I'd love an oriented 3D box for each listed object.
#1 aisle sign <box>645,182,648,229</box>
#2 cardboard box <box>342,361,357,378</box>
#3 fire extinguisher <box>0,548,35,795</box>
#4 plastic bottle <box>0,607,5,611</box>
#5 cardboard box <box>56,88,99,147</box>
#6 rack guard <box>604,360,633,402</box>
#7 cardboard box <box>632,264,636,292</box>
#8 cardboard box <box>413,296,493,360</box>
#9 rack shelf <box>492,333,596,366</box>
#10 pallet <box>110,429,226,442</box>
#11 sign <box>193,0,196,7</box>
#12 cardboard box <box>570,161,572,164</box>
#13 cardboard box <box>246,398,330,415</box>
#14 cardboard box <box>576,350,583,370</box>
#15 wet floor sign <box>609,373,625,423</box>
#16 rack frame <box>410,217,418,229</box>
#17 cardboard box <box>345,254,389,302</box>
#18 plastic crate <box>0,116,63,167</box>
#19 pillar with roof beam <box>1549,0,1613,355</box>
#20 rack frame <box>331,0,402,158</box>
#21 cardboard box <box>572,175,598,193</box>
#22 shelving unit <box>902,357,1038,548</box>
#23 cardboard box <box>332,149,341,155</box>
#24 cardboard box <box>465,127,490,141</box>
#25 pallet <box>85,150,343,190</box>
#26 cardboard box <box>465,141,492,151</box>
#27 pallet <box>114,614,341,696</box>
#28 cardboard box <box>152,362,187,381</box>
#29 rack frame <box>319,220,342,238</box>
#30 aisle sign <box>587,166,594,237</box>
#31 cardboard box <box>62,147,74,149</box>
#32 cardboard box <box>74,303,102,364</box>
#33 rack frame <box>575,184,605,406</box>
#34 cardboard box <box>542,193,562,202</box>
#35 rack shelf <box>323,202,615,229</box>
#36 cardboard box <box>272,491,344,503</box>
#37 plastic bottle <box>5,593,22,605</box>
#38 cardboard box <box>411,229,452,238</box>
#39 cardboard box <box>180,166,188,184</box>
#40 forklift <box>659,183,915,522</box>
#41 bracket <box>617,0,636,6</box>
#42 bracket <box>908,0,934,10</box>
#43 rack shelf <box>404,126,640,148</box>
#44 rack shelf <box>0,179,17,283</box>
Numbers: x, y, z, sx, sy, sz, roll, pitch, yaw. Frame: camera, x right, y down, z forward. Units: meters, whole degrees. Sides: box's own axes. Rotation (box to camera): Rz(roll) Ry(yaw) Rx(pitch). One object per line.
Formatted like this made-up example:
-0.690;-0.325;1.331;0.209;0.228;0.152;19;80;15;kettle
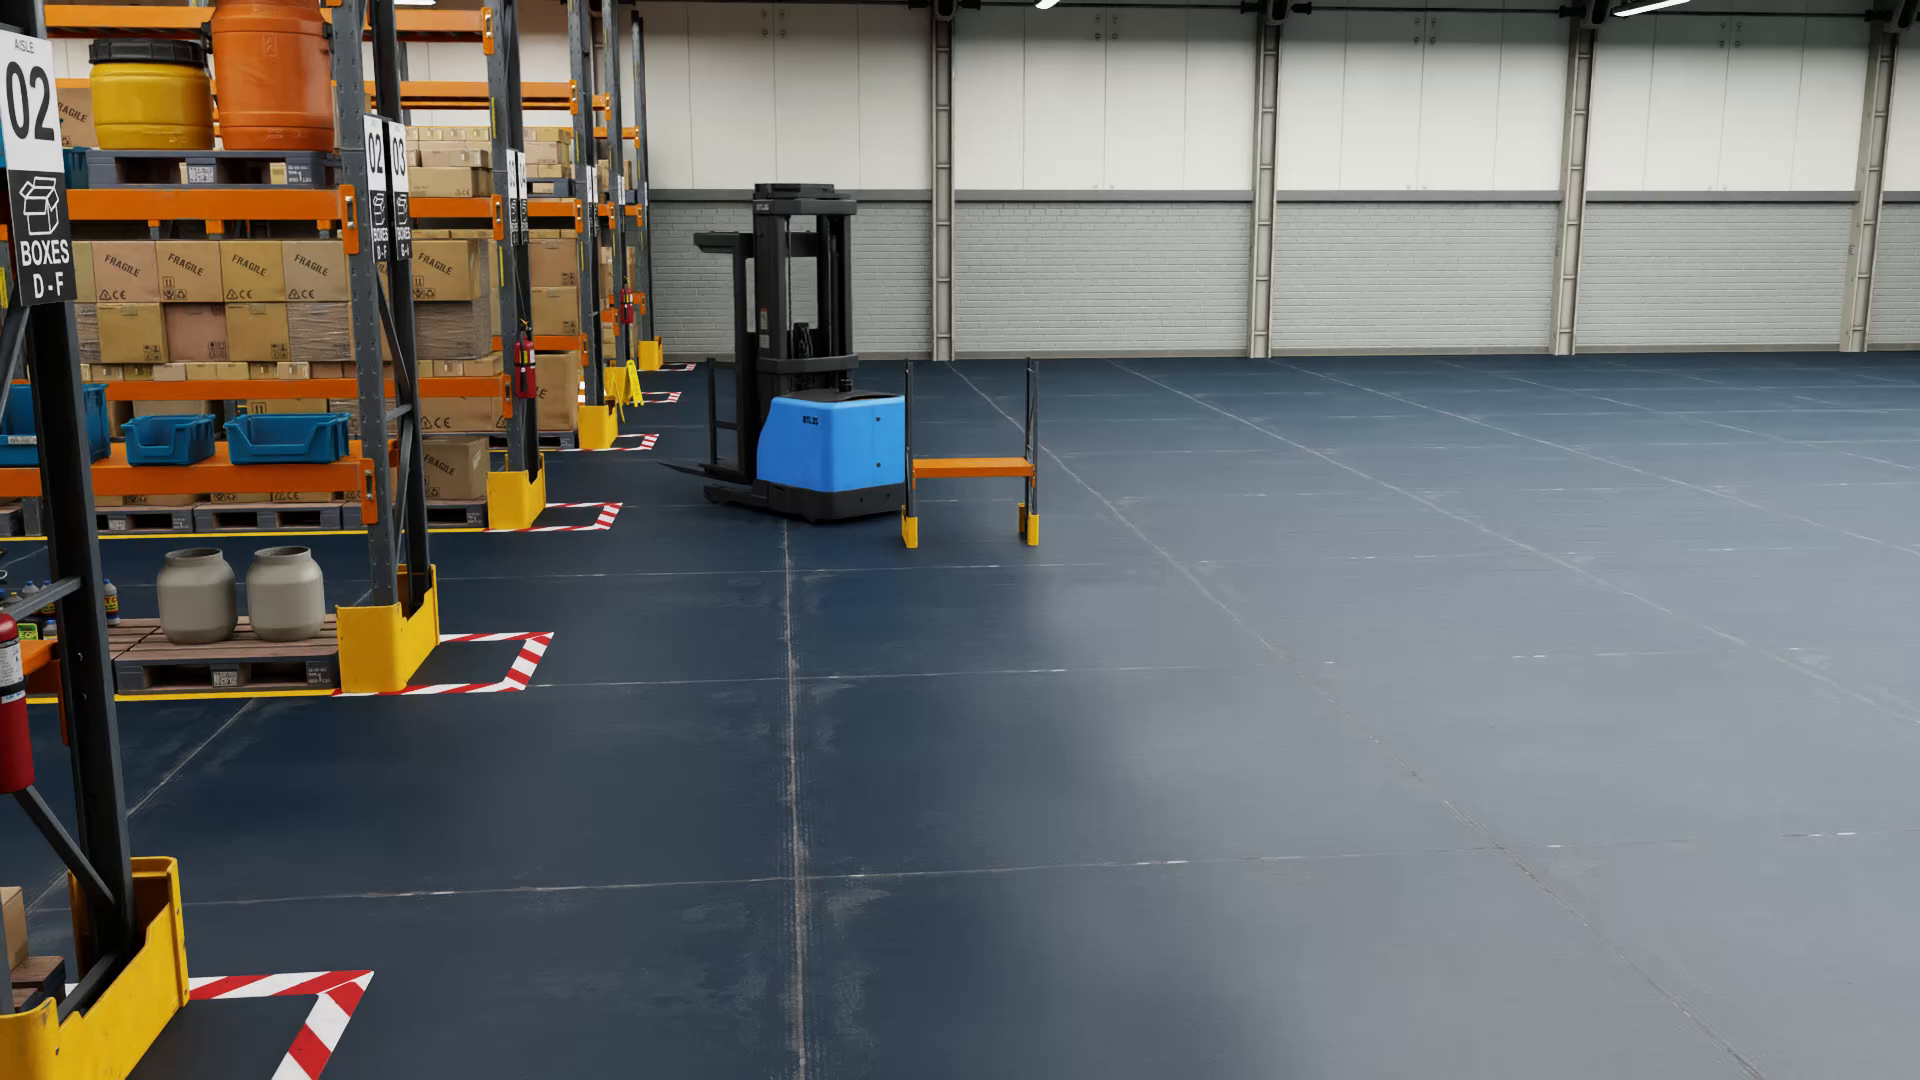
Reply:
-5.391;-5.748;28.593;0.004;0.787;0.394;-1;11;-6;aisle sign
-5.134;-1.487;14.307;0.250;0.149;0.380;-1;11;-6;cardboard box
-2.645;0.349;4.518;0.183;0.674;0.296;-1;11;-6;fire extinguisher
-5.376;0.517;9.381;0.135;0.276;0.152;-1;11;-6;plastic bottle
-7.435;-3.563;14.111;0.500;0.500;0.500;-2;11;-8;cardboard box
-5.024;-2.348;24.515;0.348;0.500;1.175;-1;11;-6;rack guard
-6.011;-4.620;29.332;0.500;0.500;0.500;-1;11;-4;cardboard box
-4.428;-1.864;14.545;0.500;0.500;0.875;-1;11;-6;cardboard box
-6.302;-2.234;19.321;4.000;0.370;1.077;-1;11;-6;rack shelf
-9.049;-1.147;19.153;1.213;0.211;1.003;-1;11;-6;pallet
-8.220;-5.882;17.835;0.005;0.325;0.100;-1;11;-6;sign
-6.931;-6.246;28.478;0.500;0.500;0.700;-1;11;-6;cardboard box
-7.657;-1.709;19.203;0.875;0.875;0.875;-1;11;-5;cardboard box
-5.717;-2.734;24.095;0.500;0.500;0.500;-1;11;-6;cardboard box
-4.499;-1.854;21.625;0.232;0.644;0.267;-3;12;-16;wet floor sign
-9.465;-4.444;28.699;0.127;3.000;1.000;-1;11;-6;rack frame
-4.895;-2.291;14.122;0.500;0.500;0.500;-1;11;-6;cardboard box
-5.207;-2.092;8.999;0.575;0.384;0.392;-1;11;-6;plastic crate
12.082;-7.179;27.058;0.548;9.000;9.100;-1;11;-6;pillar with roof beam
-3.344;-3.669;9.204;0.127;3.000;1.000;-1;11;-6;rack frame
-5.428;-5.058;23.661;0.500;0.250;0.500;-1;11;-7;cardboard box
0.076;-0.738;13.731;1.083;1.500;0.587;-1;11;-6;shelving unit
-5.159;-3.203;13.964;0.250;0.149;0.380;-1;11;-5;cardboard box
-5.372;-4.536;18.623;0.250;0.149;0.380;-1;11;-5;cardboard box
-4.177;-2.106;9.520;1.213;0.211;1.003;-1;11;-6;pallet
-5.267;-4.354;18.733;0.500;0.250;0.500;-1;11;-6;cardboard box
-4.222;0.669;9.917;1.213;0.211;1.003;-1;11;-6;pallet
-6.613;-1.433;14.034;0.250;0.149;0.380;-1;11;-6;cardboard box
-8.925;-3.493;23.858;0.127;3.000;1.000;-1;11;-6;rack frame
-4.211;-3.848;18.928;0.004;0.787;0.394;-1;11;-6;aisle sign
-7.241;-3.152;13.706;0.250;0.149;0.380;-2;11;-9;cardboard box
-7.401;-1.785;14.140;0.500;0.500;0.875;-1;11;-6;cardboard box
-4.314;-2.629;19.464;0.127;3.000;1.000;-1;11;-6;rack frame
-5.785;-4.853;23.652;0.250;0.149;0.380;-1;11;-4;cardboard box
-6.937;-4.653;23.850;4.000;0.370;1.077;-1;11;-6;rack shelf
-5.716;-0.617;14.621;0.500;0.500;0.500;0;11;-1;cardboard box
-5.718;0.421;10.065;0.097;0.201;0.097;0;11;0;plastic bottle
-7.452;-4.158;23.618;0.500;0.500;0.700;-1;11;-7;cardboard box
-6.360;-2.971;13.817;0.500;0.250;0.500;-2;11;-8;cardboard box
-1.763;-1.819;15.523;1.130;2.935;3.031;-10;15;-41;forklift
-5.827;-9.337;28.700;0.430;0.232;0.235;-1;11;-6;bracket
-0.687;-9.444;29.248;0.430;0.232;0.235;-1;11;-6;bracket
-7.477;-6.881;28.440;4.000;0.370;1.077;-1;11;-6;rack shelf
-4.801;-0.853;4.519;4.000;0.370;1.077;-1;11;-6;rack shelf
